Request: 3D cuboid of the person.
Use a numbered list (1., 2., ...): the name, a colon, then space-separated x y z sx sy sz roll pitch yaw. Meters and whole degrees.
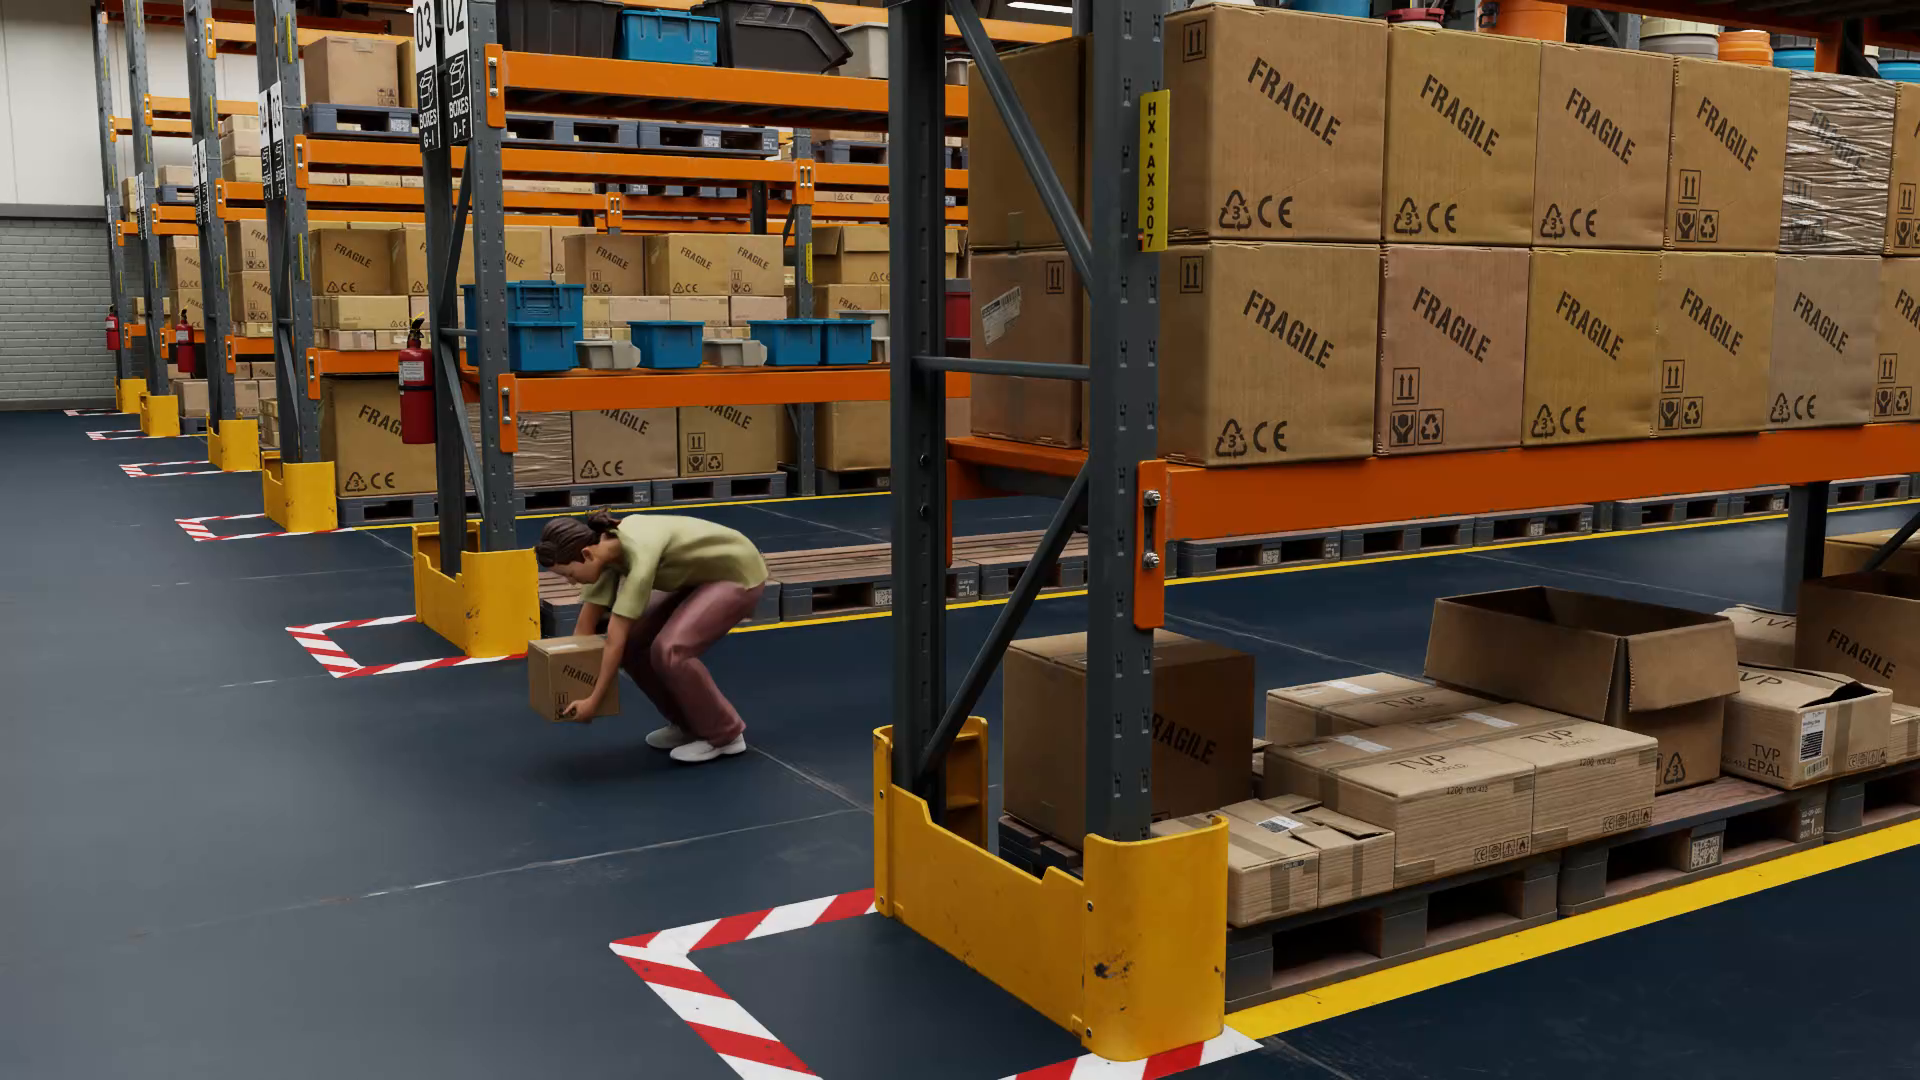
1. person: -1.115 0.331 6.070 0.862 0.953 0.477 -5 10 -33
